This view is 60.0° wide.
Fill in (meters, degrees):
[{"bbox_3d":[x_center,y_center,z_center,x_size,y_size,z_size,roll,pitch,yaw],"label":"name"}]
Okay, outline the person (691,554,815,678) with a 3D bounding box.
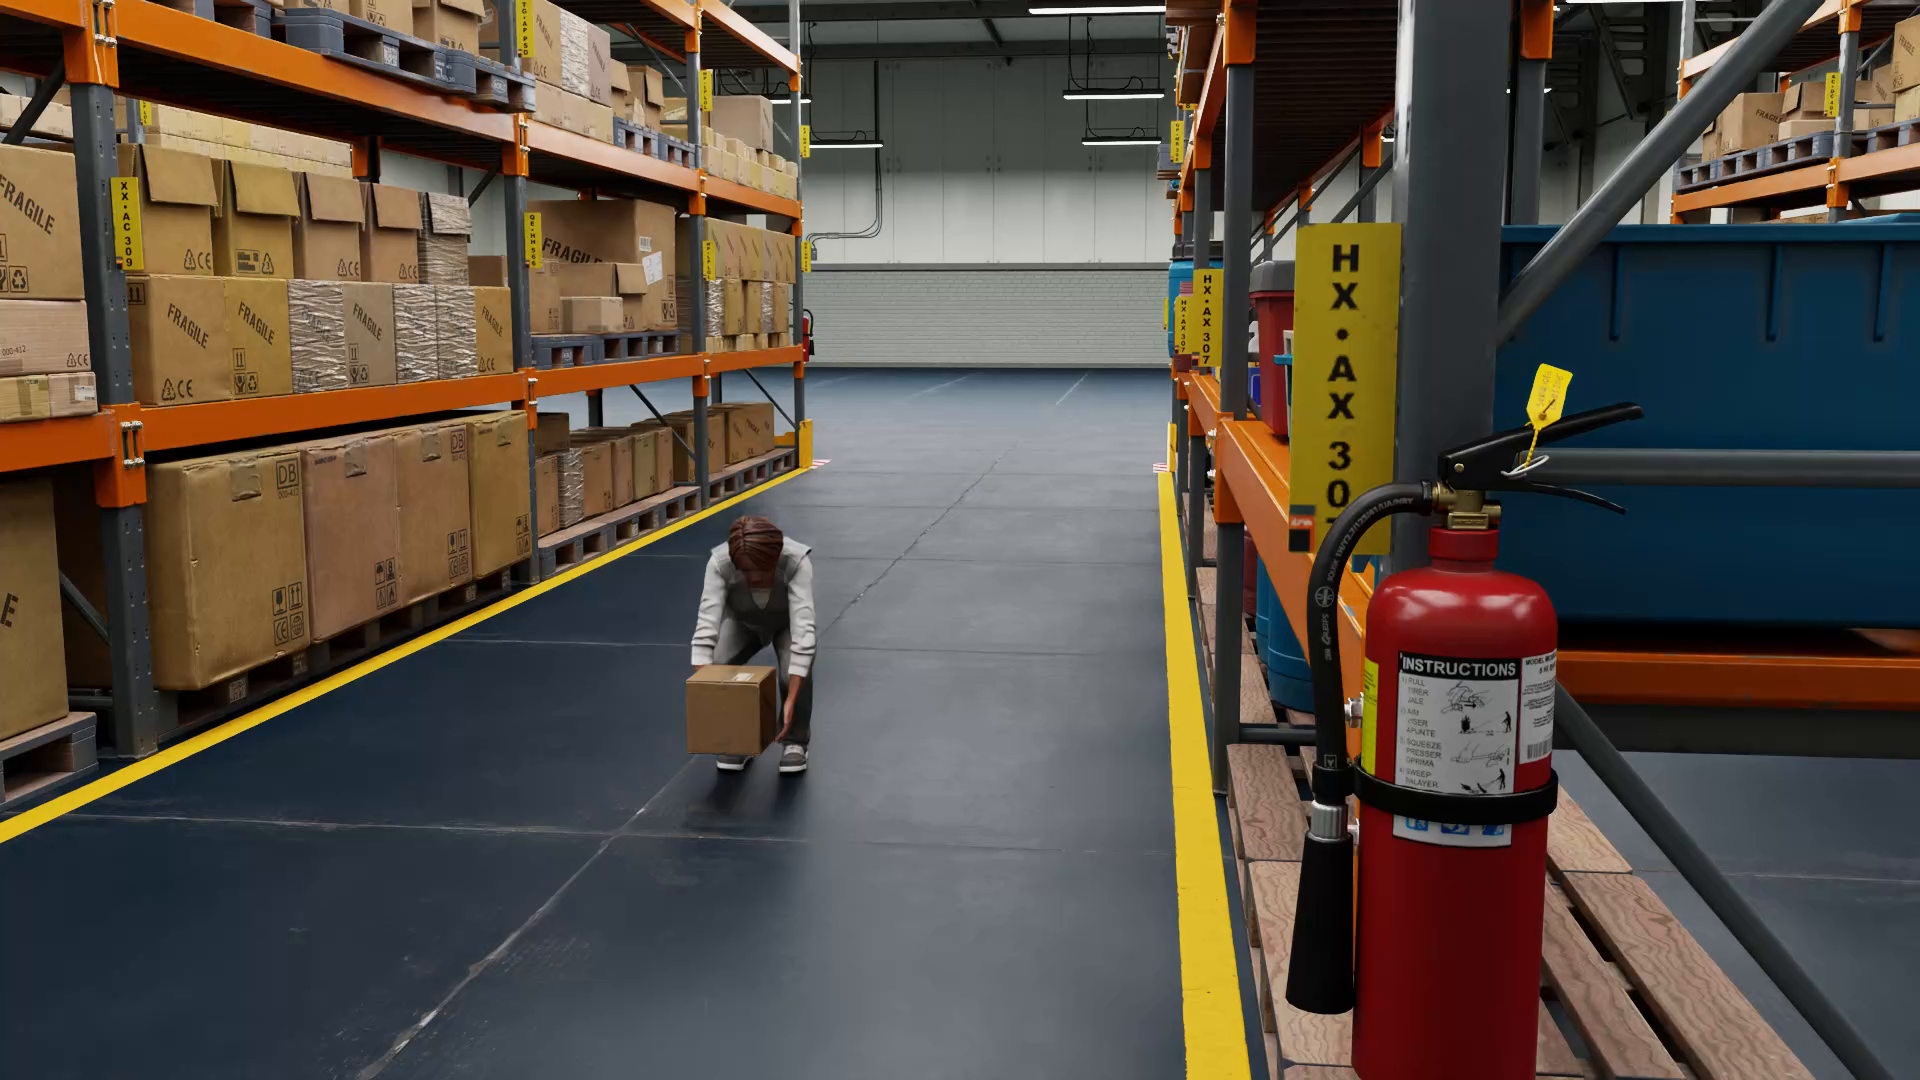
[{"bbox_3d":[-0.690,0.208,6.017,0.434,0.463,0.644,1,8,6],"label":"person"}]
